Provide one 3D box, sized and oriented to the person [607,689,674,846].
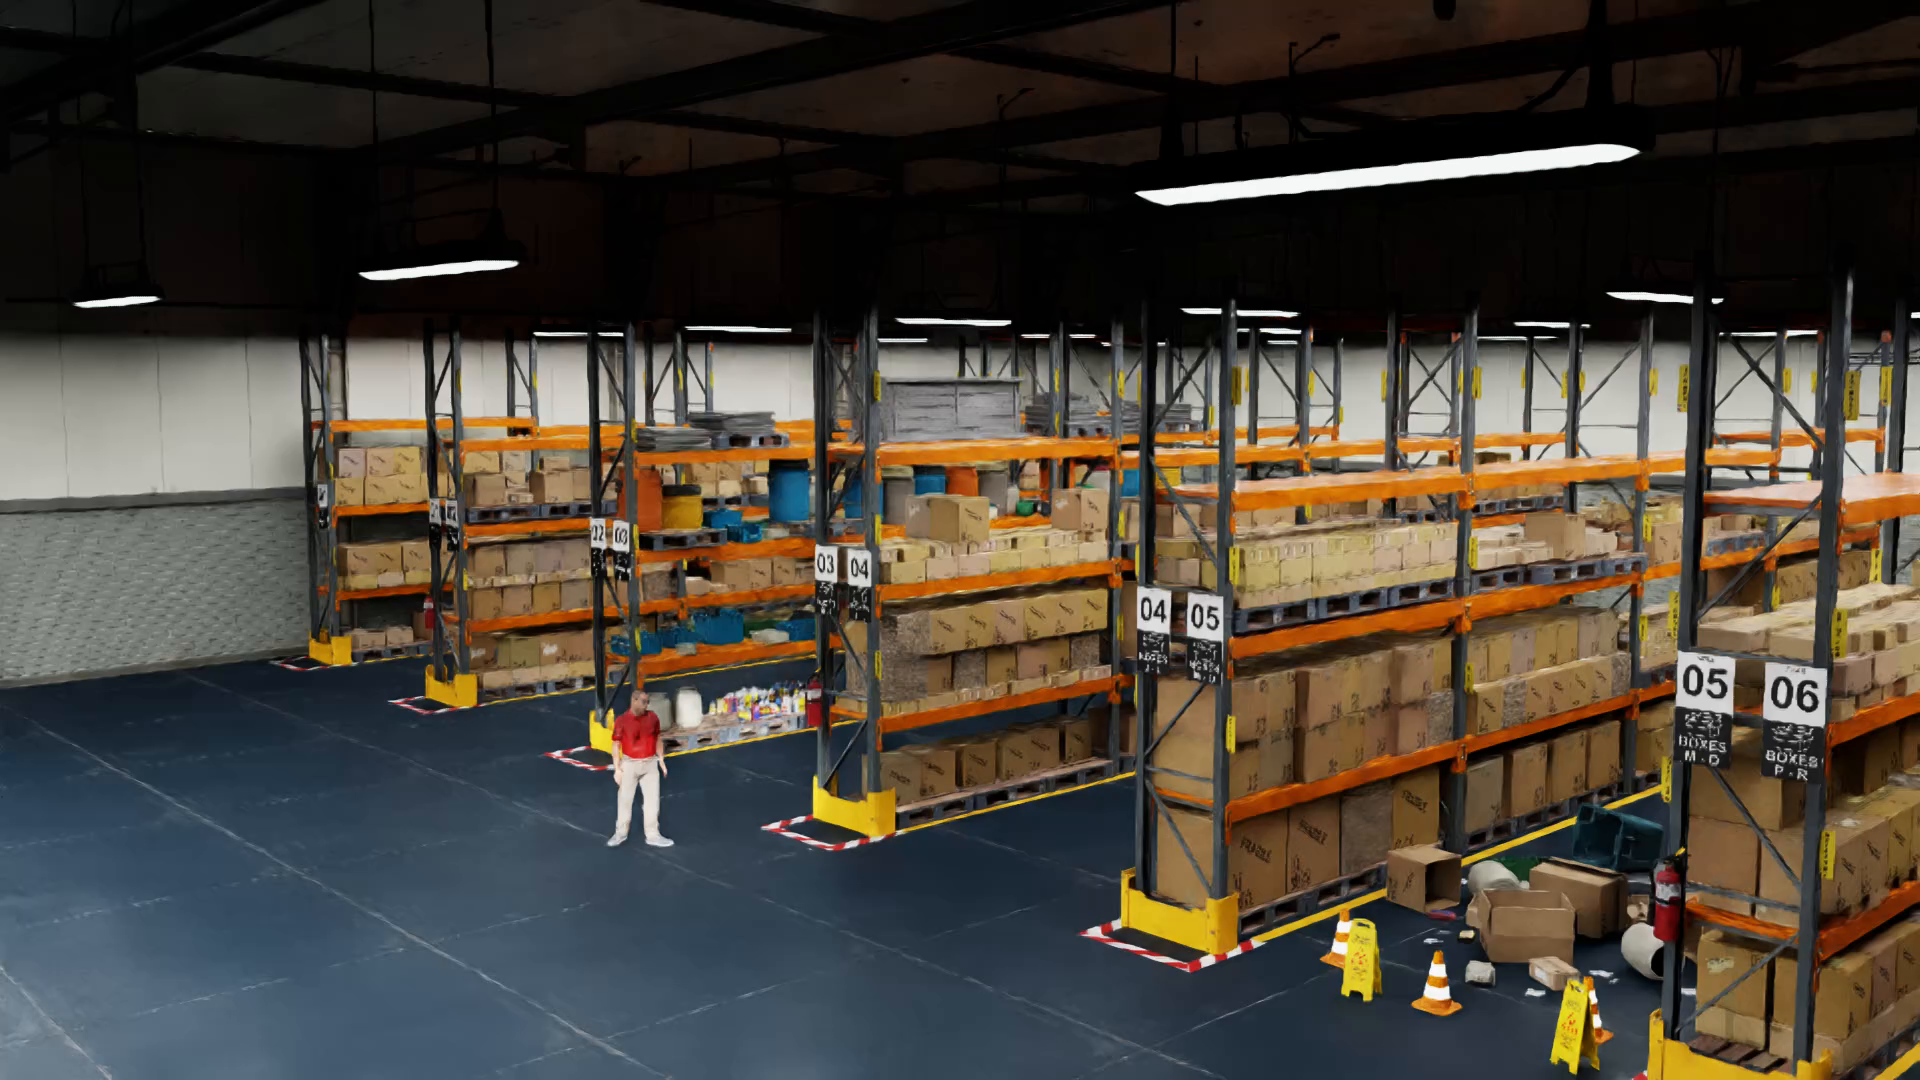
[{"bbox_3d":[-3.523,2.476,18.134,0.662,1.724,0.528,-4,7,-31],"label":"person"}]
